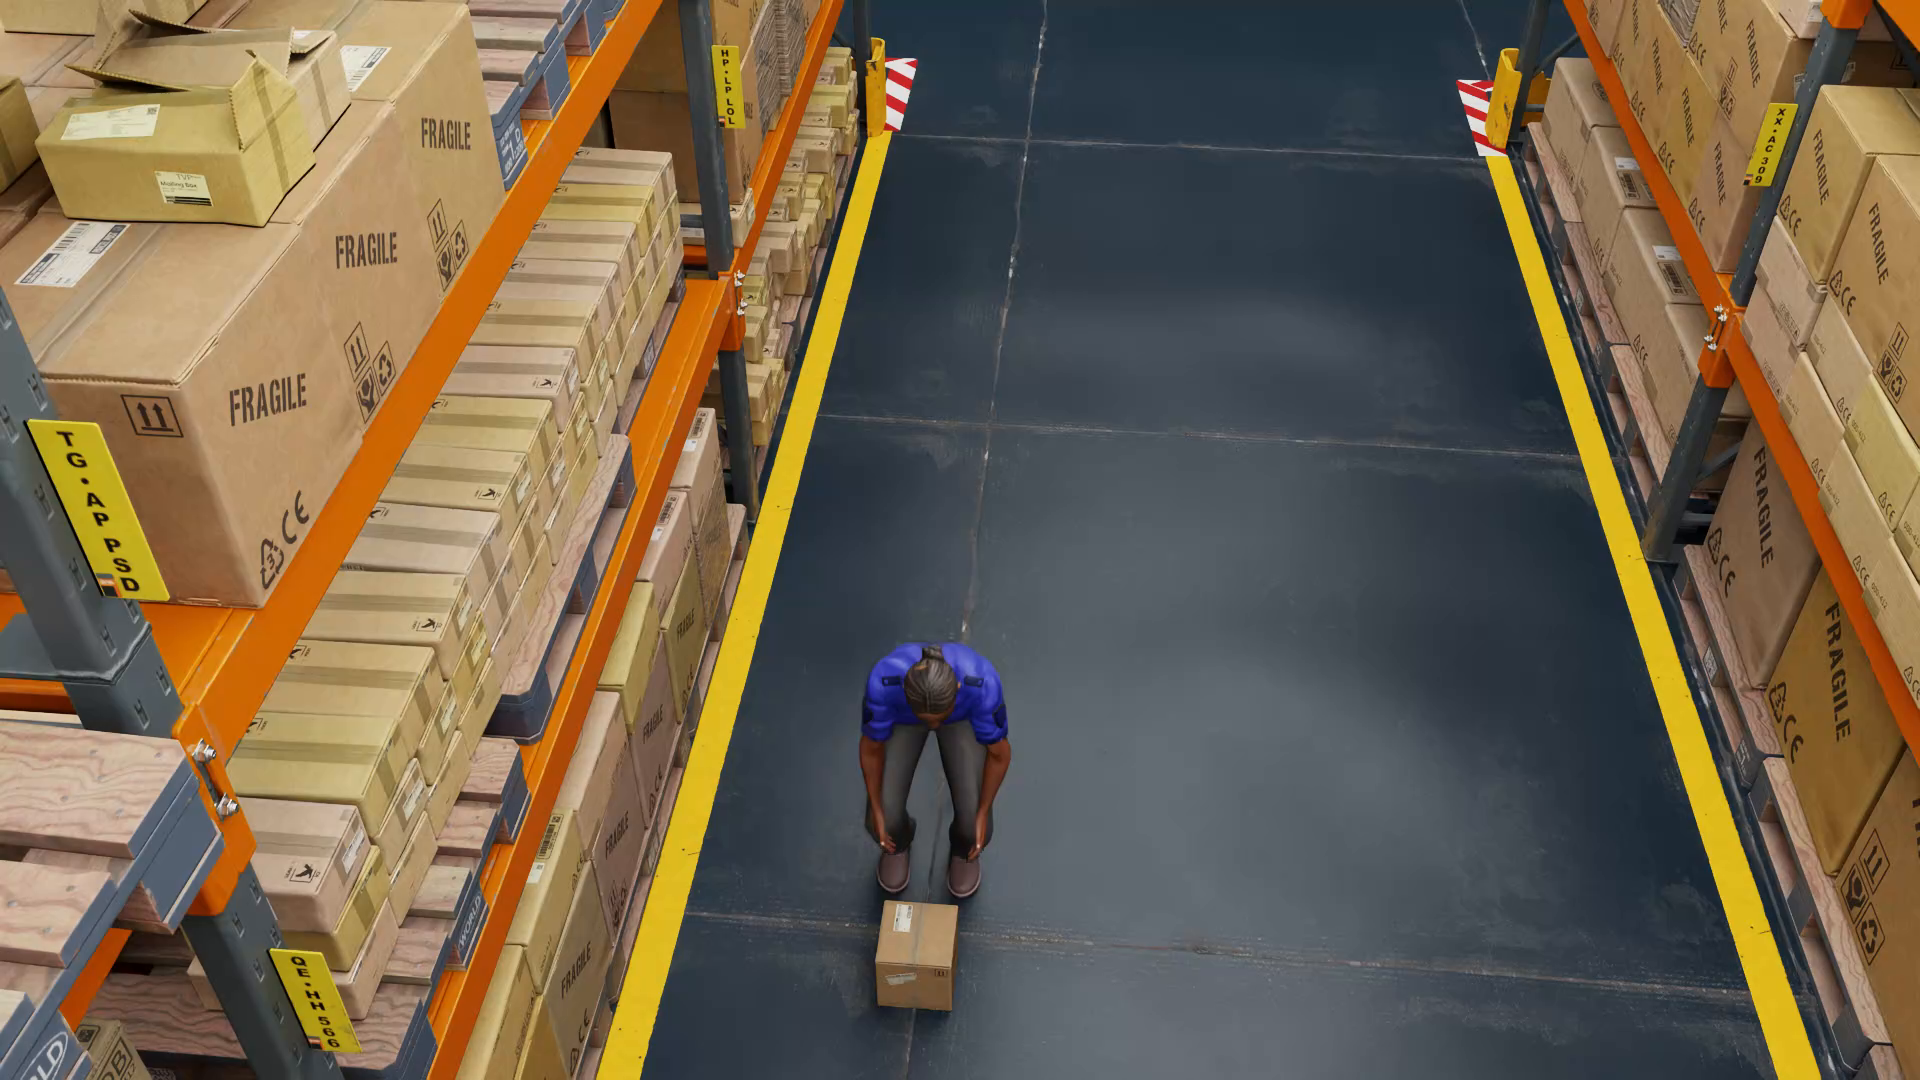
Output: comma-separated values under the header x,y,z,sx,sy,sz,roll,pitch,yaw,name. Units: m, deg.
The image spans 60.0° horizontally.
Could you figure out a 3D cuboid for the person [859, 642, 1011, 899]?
x,y,z,sx,sy,sz,roll,pitch,yaw,name
-0.073,0.724,5.585,0.497,1.306,0.669,3,40,4,person
